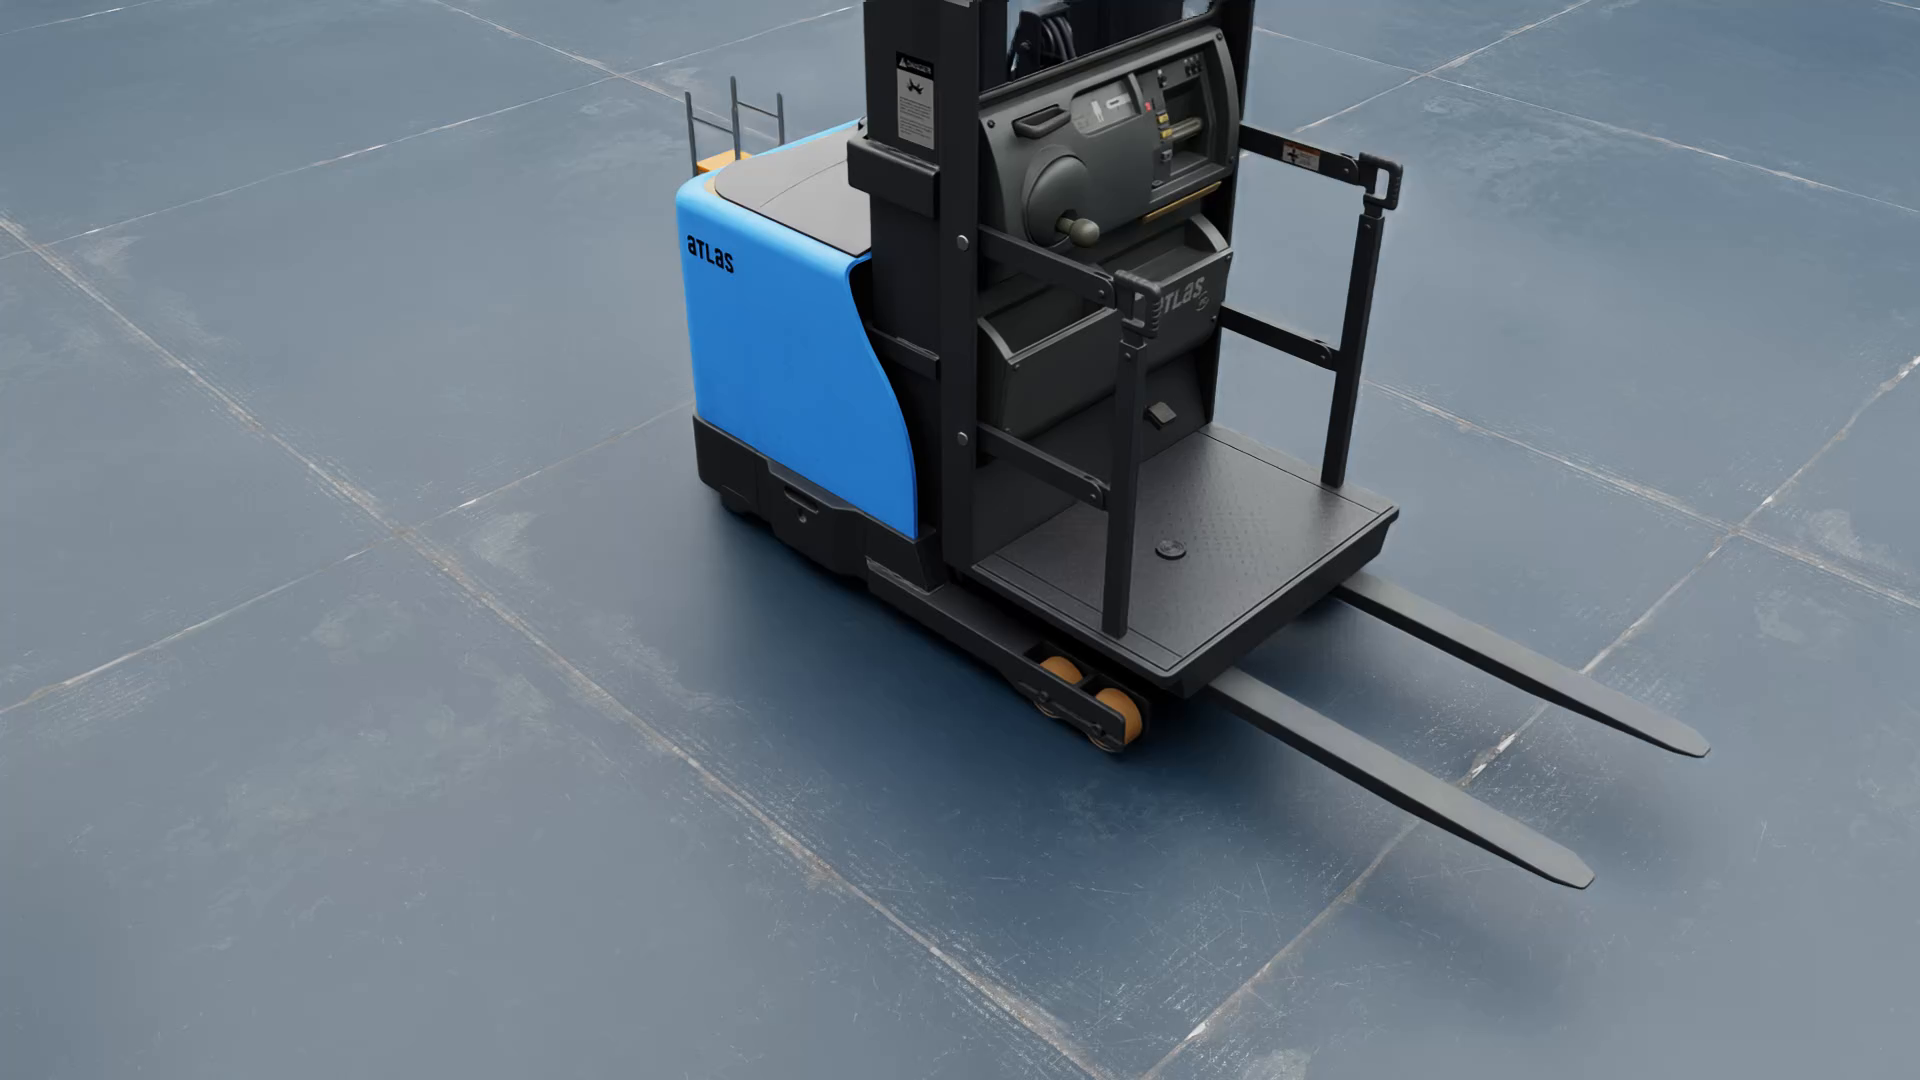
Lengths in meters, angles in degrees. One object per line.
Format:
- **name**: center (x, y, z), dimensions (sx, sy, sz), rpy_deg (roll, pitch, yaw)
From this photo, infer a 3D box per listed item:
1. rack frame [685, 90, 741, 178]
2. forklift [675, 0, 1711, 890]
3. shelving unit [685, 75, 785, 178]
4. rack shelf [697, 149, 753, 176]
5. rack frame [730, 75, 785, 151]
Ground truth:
- **rack frame**: center (-0.762, -0.853, 5.424), dimensions (0.240, 1.200, 0.006), rpy_deg (28, 44, 34)
- **forklift**: center (0.551, -0.976, 4.087), dimensions (3.031, 2.935, 1.130), rpy_deg (29, 44, 35)
- **shelving unit**: center (-0.700, -0.891, 5.479), dimensions (0.258, 1.200, 0.189), rpy_deg (28, 44, 34)
- **rack shelf**: center (-0.700, -1.150, 5.299), dimensions (0.258, 0.103, 0.180), rpy_deg (28, 44, 34)
- **rack frame**: center (-0.638, -0.930, 5.534), dimensions (0.240, 1.200, 0.006), rpy_deg (28, 44, 34)
